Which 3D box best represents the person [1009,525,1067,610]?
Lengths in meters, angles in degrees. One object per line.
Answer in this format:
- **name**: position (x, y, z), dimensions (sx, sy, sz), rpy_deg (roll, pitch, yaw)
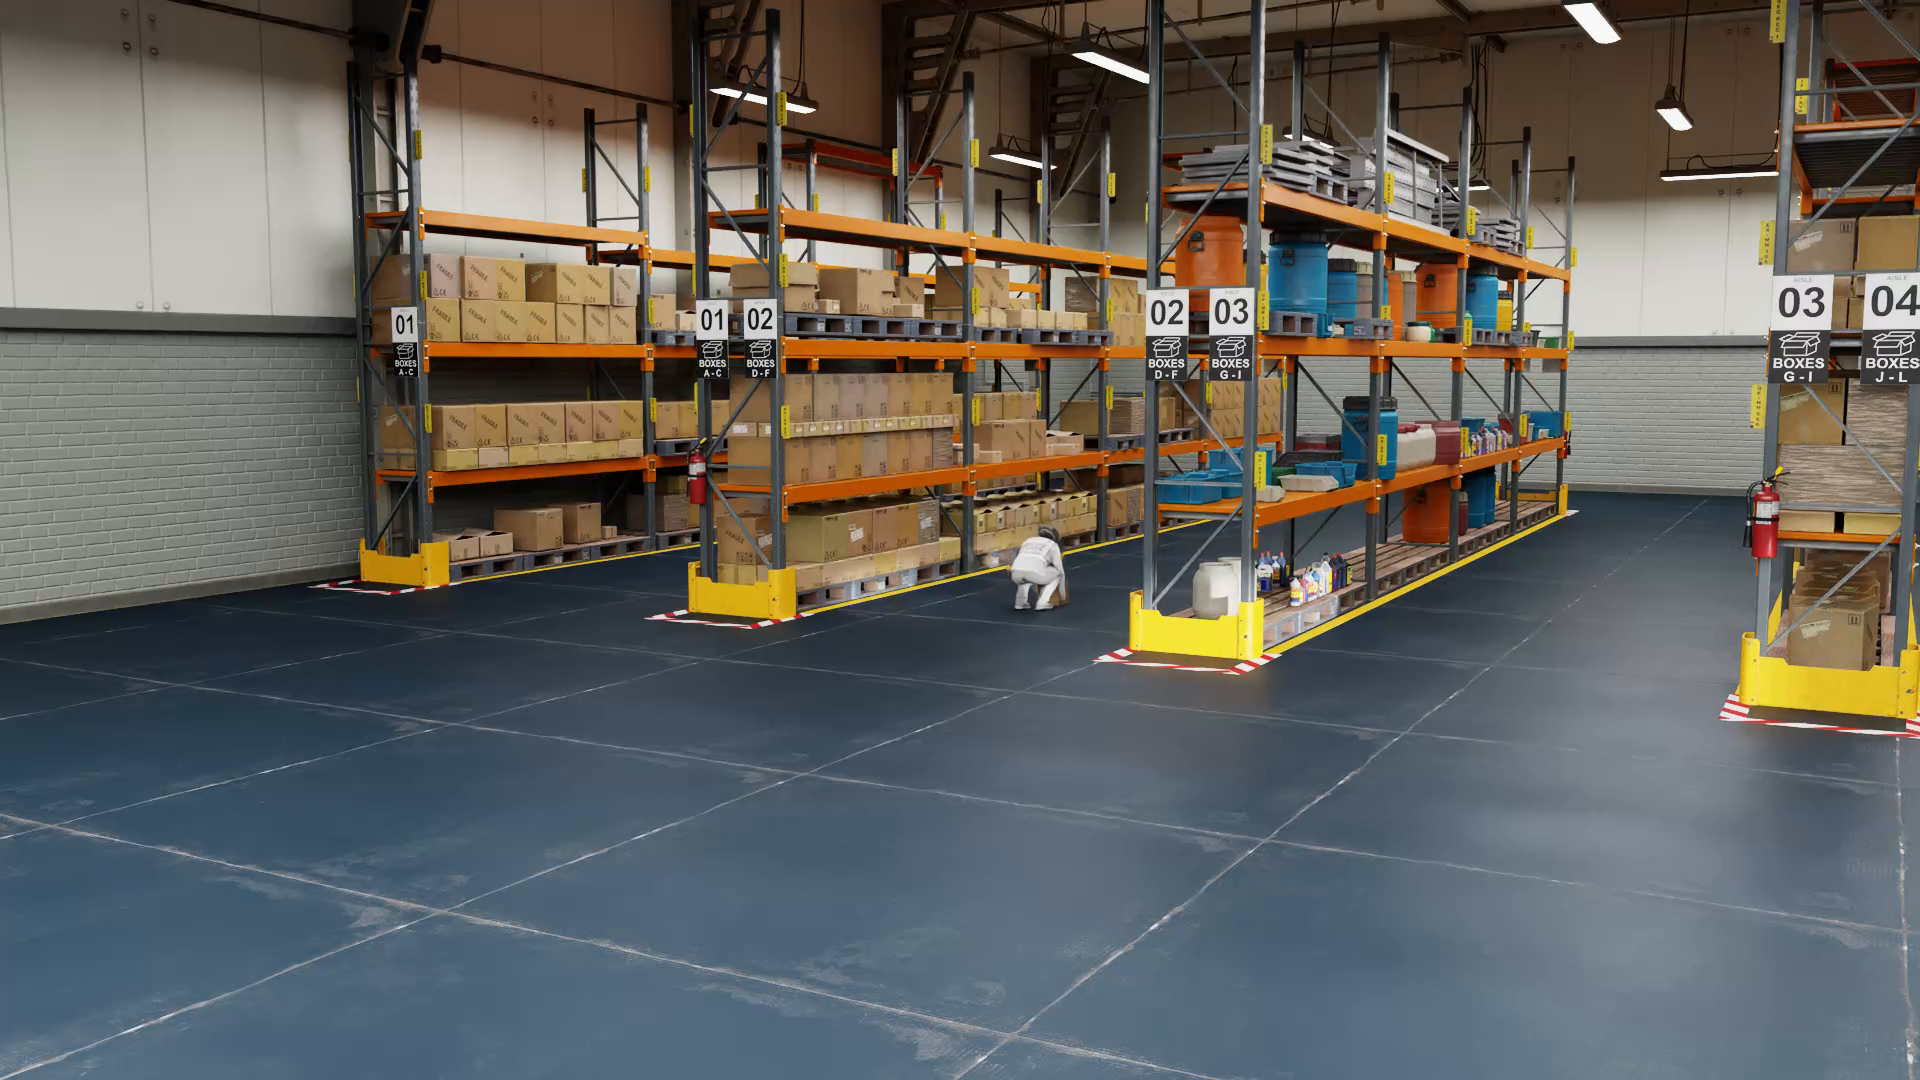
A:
- **person**: position (0.825, 0.292, 17.493), dimensions (0.471, 0.857, 0.858), rpy_deg (3, 7, 29)
